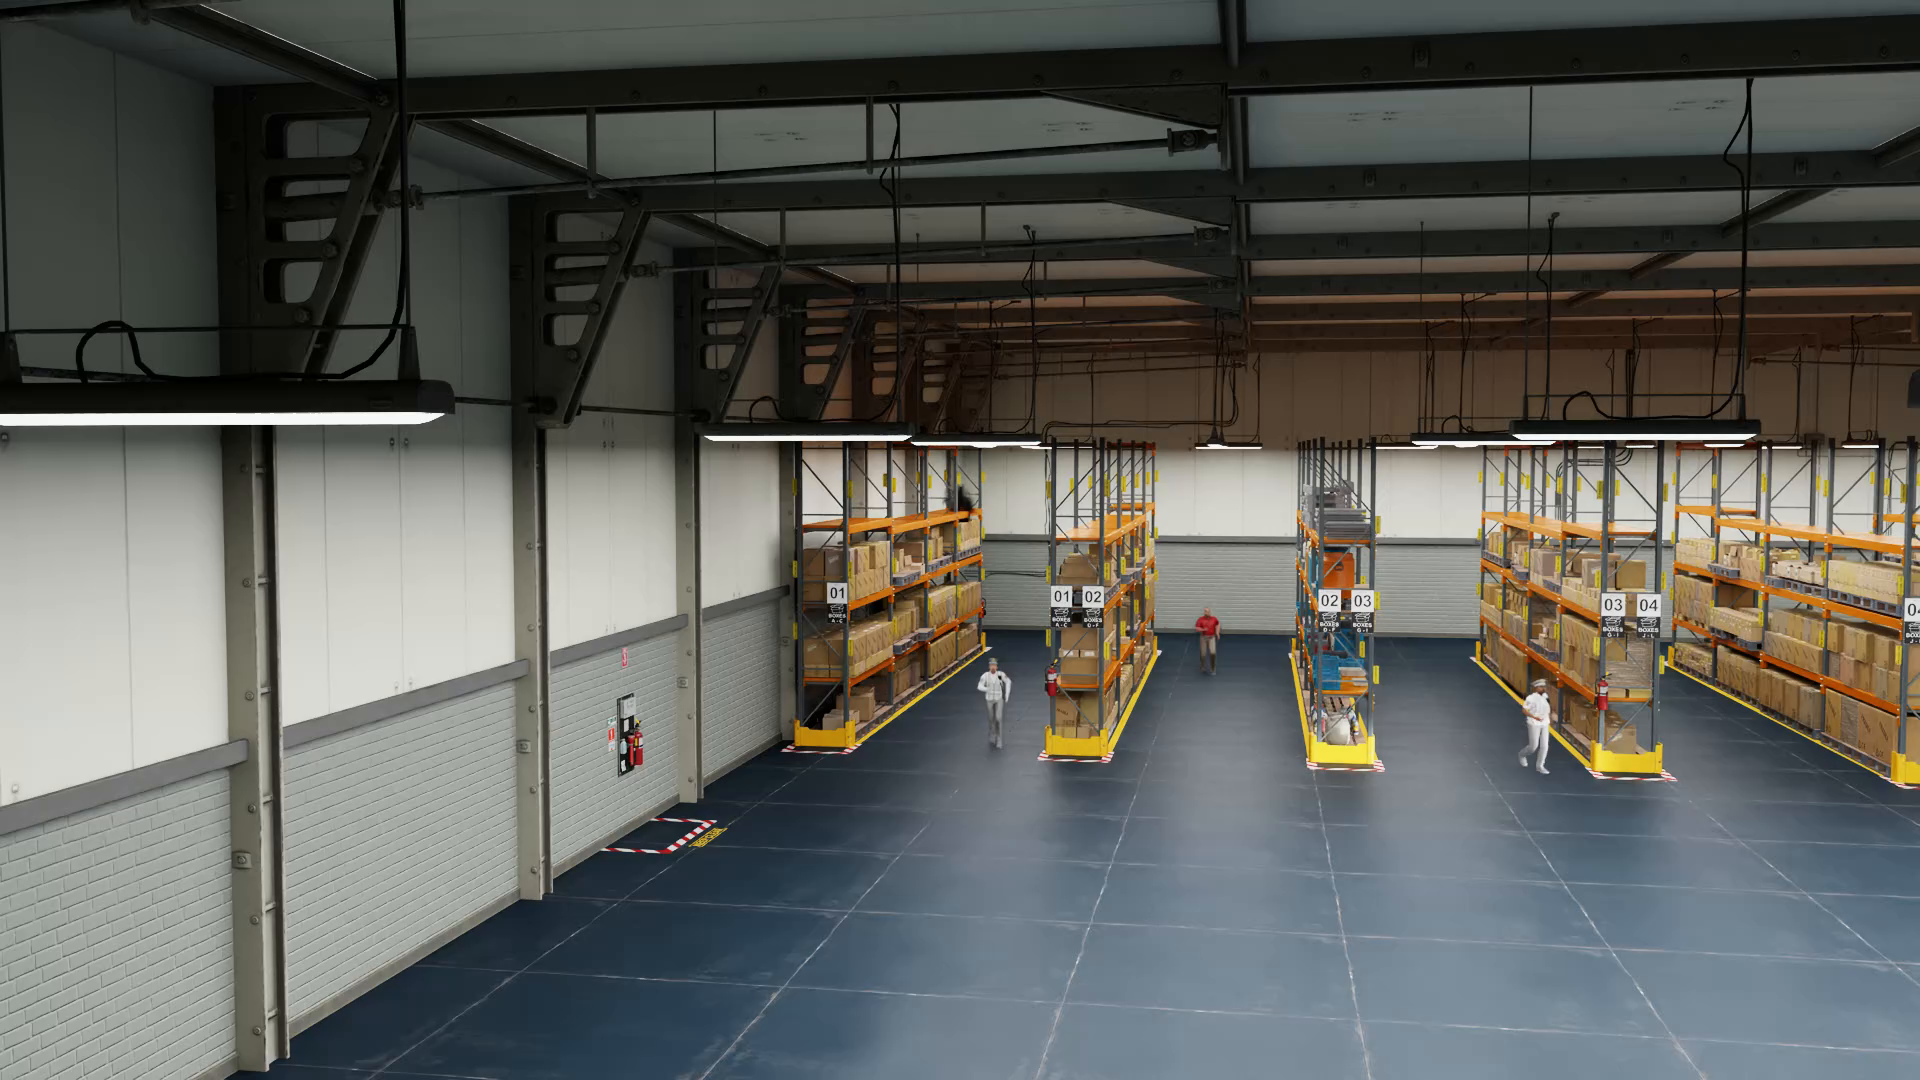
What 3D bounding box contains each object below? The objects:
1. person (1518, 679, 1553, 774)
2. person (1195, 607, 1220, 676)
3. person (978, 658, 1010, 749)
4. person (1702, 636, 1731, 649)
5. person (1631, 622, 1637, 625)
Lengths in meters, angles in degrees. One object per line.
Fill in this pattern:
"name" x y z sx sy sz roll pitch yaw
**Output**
"person" 10.354 3.313 29.845 0.608 1.672 0.704 -1 3 -17
"person" 6.365 2.613 42.716 0.647 1.785 0.780 0 3 4
"person" 0.657 3.148 32.350 0.611 1.744 0.762 0 3 7
"person" 20.739 2.437 45.705 0.812 1.735 0.715 0 3 -9
"person" 17.581 2.648 43.540 0.568 1.553 0.488 1 3 19
